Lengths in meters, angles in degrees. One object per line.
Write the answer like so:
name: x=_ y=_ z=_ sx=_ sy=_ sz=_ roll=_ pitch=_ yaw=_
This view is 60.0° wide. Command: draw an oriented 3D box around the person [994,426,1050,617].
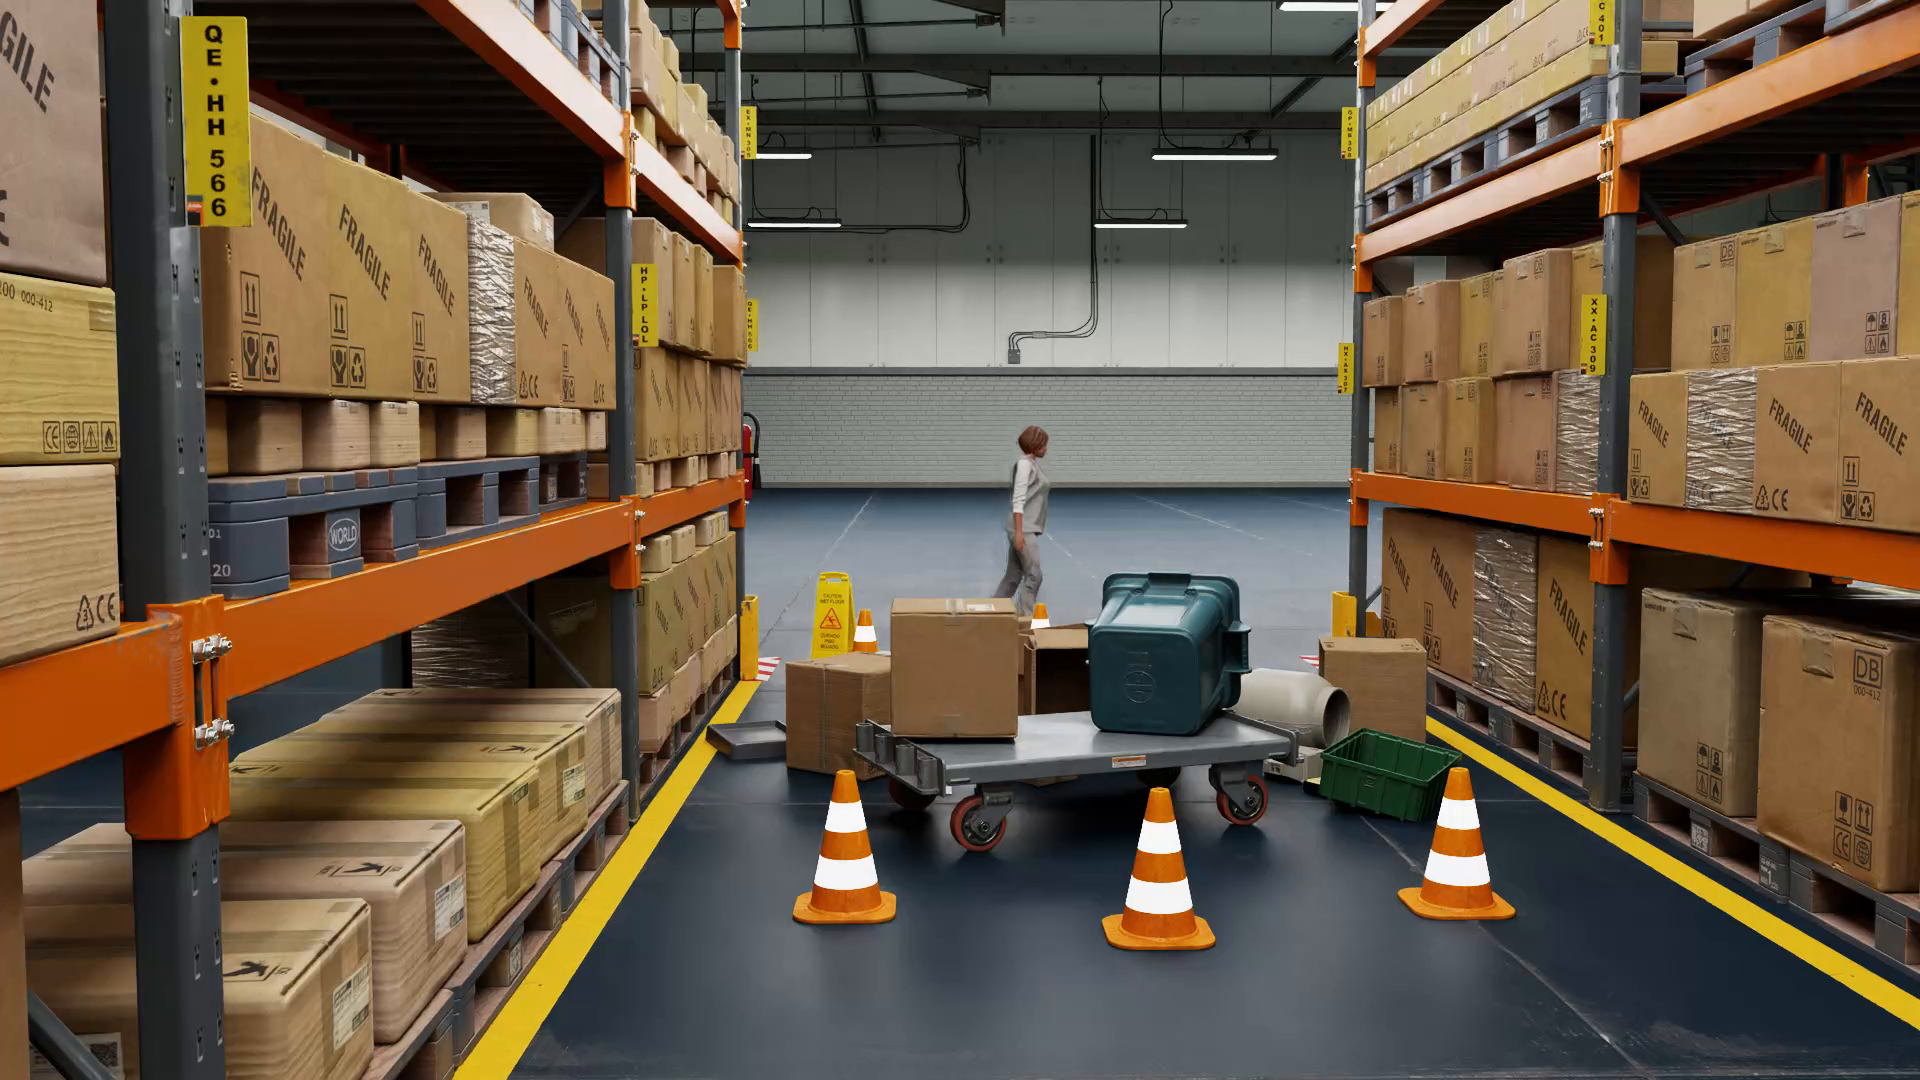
person: x=0.416 y=-0.015 z=12.121 sx=0.487 sy=1.633 sz=0.530 roll=1 pitch=4 yaw=8
